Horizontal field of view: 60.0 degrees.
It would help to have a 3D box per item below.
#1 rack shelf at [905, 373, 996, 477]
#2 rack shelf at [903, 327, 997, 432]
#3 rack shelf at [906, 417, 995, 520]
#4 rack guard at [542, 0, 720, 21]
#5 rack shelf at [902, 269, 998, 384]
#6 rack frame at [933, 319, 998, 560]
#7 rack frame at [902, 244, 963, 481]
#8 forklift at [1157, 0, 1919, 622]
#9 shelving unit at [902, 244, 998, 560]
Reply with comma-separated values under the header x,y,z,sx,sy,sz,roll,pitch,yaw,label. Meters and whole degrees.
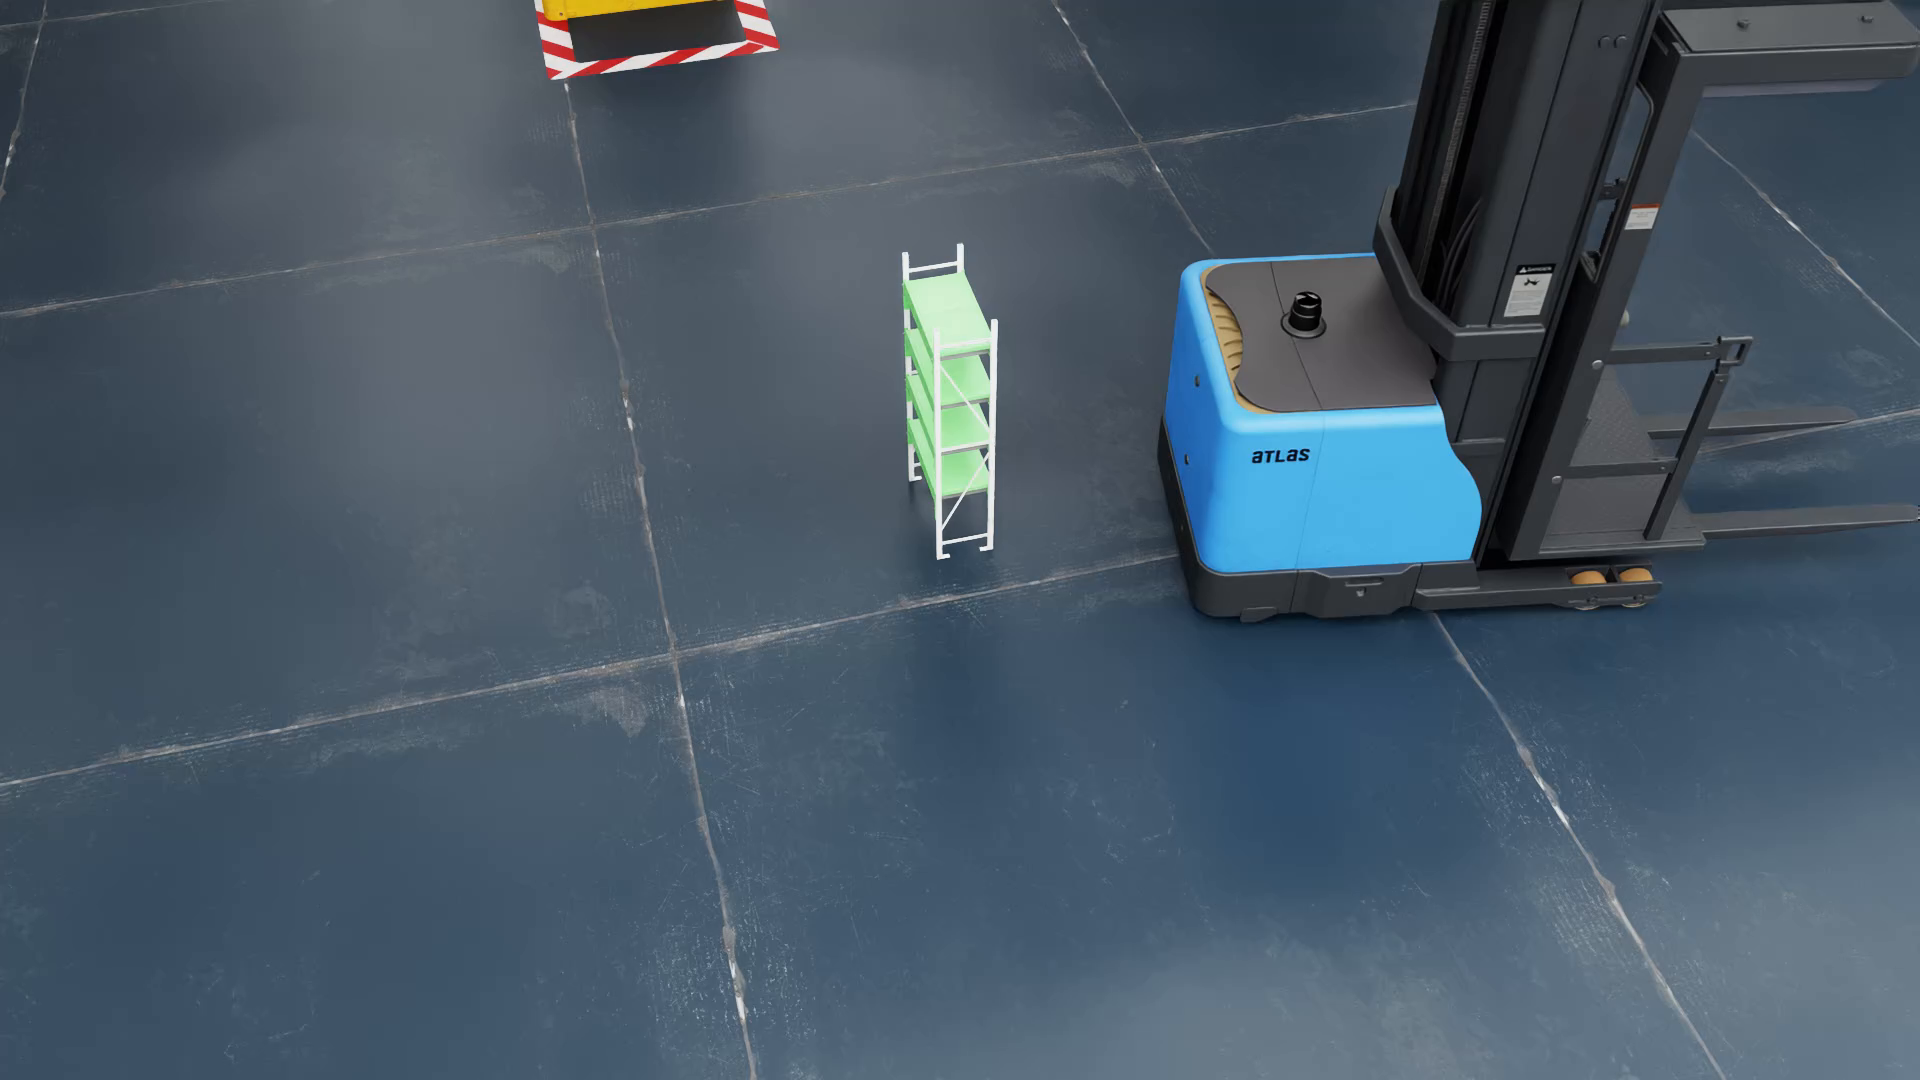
x,y,z,sx,sy,sz,roll,pitch,yaw,label
-0.042,-0.490,6.730,0.258,0.148,0.480,-11,47,-10,rack shelf
-0.042,-0.658,6.558,0.258,0.148,0.480,-11,47,-10,rack shelf
-0.042,-0.322,6.901,0.258,0.148,0.480,-11,47,-10,rack shelf
-1.987,-3.538,10.118,1.175,0.500,0.348,-11,47,-10,rack guard
-0.042,-0.825,6.387,0.258,0.148,0.480,-11,47,-10,rack shelf
0.020,-0.366,6.519,0.240,1.200,0.015,-11,47,-10,rack frame
-0.105,-0.703,6.849,0.240,1.200,0.015,-11,47,-10,rack frame
2.402,-1.120,6.046,3.031,2.935,1.130,-3,46,-3,forklift
-0.042,-0.534,6.684,0.258,1.200,0.503,-11,47,-10,shelving unit
